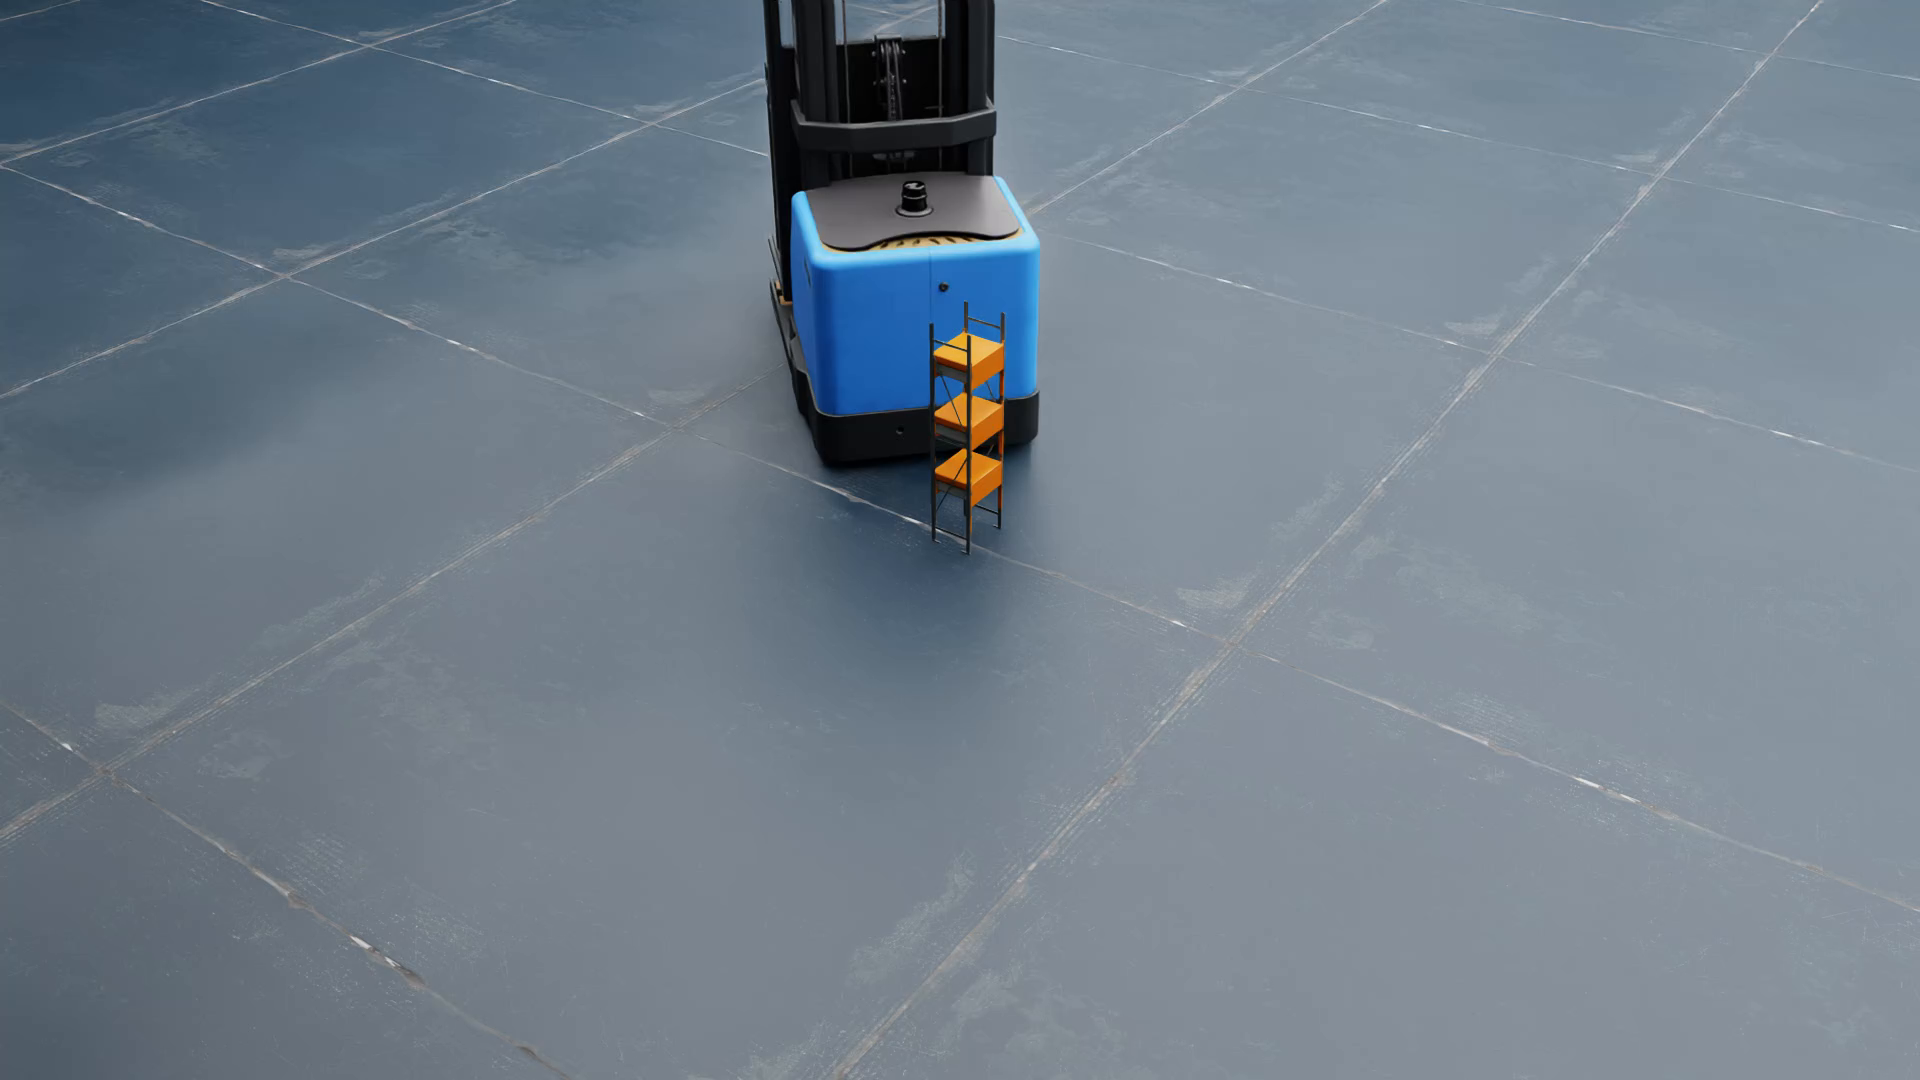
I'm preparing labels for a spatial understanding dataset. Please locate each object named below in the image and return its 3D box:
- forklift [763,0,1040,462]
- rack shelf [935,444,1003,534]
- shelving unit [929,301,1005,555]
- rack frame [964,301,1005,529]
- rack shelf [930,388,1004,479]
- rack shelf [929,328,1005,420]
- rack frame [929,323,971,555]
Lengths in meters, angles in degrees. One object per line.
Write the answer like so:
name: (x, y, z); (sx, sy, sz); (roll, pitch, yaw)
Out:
forklift: (-0.426, -2.393, 8.172); (1.130, 2.935, 3.031); (-6, 35, -9)
rack shelf: (0.031, -0.221, 7.154); (0.215, 0.259, 0.240); (21, 39, 28)
shelving unit: (0.031, -0.460, 6.992); (0.215, 1.050, 0.252); (21, 39, 28)
rack frame: (0.100, -0.516, 7.075); (0.200, 1.050, 0.008); (21, 39, 28)
rack shelf: (0.031, -0.451, 6.998); (0.215, 0.259, 0.240); (21, 39, 28)
rack shelf: (0.031, -0.686, 6.839); (0.215, 0.259, 0.240); (21, 39, 28)
rack frame: (-0.039, -0.403, 6.909); (0.200, 1.050, 0.008); (21, 39, 28)
